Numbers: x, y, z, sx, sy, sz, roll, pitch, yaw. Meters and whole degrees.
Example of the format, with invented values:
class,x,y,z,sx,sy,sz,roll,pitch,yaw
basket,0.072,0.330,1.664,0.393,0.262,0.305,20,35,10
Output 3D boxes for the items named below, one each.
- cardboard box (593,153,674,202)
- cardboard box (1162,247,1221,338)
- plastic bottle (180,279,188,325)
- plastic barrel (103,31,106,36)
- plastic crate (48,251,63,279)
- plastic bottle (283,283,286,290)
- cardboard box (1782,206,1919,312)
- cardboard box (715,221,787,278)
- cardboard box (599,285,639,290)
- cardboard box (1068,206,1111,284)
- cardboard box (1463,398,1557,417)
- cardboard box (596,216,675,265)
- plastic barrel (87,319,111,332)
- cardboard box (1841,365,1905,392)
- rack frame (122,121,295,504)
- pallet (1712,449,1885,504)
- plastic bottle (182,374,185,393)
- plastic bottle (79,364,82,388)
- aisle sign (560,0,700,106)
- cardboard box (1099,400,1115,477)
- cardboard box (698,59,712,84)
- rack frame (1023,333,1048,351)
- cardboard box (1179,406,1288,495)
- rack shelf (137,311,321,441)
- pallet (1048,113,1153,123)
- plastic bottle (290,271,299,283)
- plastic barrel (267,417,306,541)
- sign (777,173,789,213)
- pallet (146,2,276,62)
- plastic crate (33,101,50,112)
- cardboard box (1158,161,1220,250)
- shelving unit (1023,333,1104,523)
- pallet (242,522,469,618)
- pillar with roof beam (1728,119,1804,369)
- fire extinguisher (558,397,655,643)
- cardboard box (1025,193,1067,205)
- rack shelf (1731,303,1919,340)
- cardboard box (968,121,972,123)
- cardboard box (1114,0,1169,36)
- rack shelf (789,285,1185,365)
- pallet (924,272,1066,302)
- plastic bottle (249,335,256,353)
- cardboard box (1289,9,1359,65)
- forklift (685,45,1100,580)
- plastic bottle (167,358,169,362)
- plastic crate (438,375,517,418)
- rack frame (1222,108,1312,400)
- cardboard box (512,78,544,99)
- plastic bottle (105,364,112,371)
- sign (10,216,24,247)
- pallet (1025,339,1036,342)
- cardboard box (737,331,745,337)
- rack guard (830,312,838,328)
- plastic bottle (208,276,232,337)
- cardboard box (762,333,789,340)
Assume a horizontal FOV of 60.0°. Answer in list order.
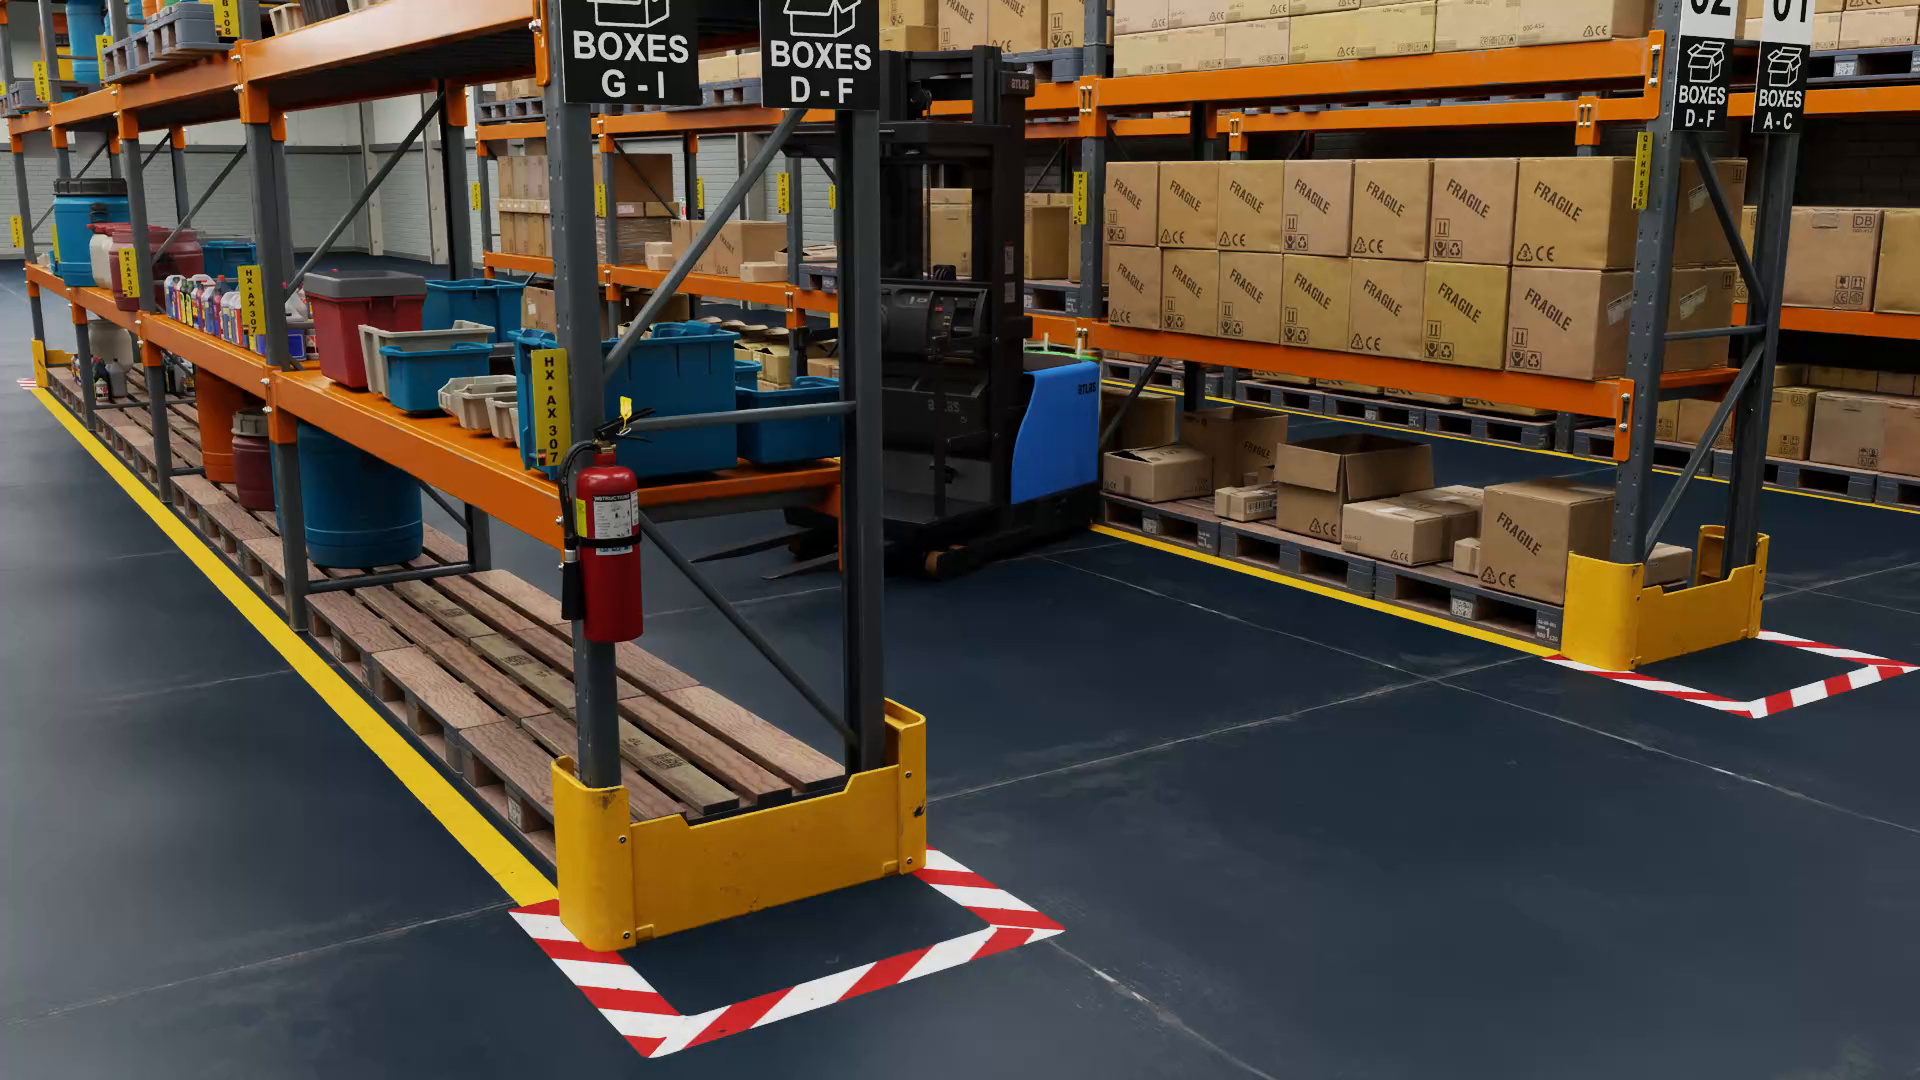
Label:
class,x,y,z,sx,sy,sz,roll,pitch,yaw
cardboard box,-3.466,-3.839,17.623,0.700,0.500,0.500,-8,15,-32
cardboard box,1.560,-1.490,9.922,0.500,0.500,0.500,-8,15,-32
plastic bottle,-4.861,-1.497,10.460,0.061,0.283,0.133,-8,15,-33
plastic barrel,-7.415,-4.317,14.816,0.421,0.512,0.421,0,12,0
plastic crate,-8.180,-2.584,15.506,0.499,0.251,0.616,-8,15,-33
plastic bottle,-3.672,-1.220,9.035,0.144,0.351,0.185,-8,15,-33
cardboard box,6.438,-2.032,11.928,0.980,0.700,0.700,-9,15,-35
cardboard box,-1.942,-2.712,15.507,0.500,0.500,0.500,-9,15,-36
cardboard box,-4.044,-2.692,19.349,0.500,0.500,0.500,-8,15,-33
cardboard box,1.141,-2.020,11.360,0.500,0.500,0.700,9,15,36
cardboard box,4.871,-1.497,14.236,0.750,0.750,0.750,-8,15,-32
cardboard box,-3.466,-3.205,17.762,0.700,0.500,0.500,-9,15,-34
plastic barrel,-9.128,-2.085,17.717,0.421,0.512,0.421,0,12,0
cardboard box,6.616,-1.171,12.045,0.380,0.149,0.250,-8,15,-32
rack frame,-5.124,-1.781,11.484,1.000,3.000,0.127,-8,15,-33
pallet,6.376,-0.518,12.237,1.003,0.211,1.213,-8,15,-33
plastic bottle,-7.265,-1.485,15.651,0.097,0.201,0.097,0,12,0
plastic bottle,-8.454,-1.612,16.067,0.097,0.271,0.097,0,12,0
aisle sign,-0.896,-1.581,4.483,0.394,0.787,0.004,-8,15,-33
cardboard box,0.706,-0.703,11.375,0.500,0.500,0.500,-8,15,-33
cardboard box,-2.206,-4.328,15.478,0.500,0.250,0.500,-10,16,-38
rack frame,0.462,-0.772,11.027,0.240,1.200,0.015,-7,14,-44
cardboard box,1.770,-0.581,10.819,0.500,0.500,0.500,-8,15,-33
rack shelf,-4.016,-1.074,9.934,1.077,0.370,4.000,-8,15,-33
pallet,1.738,-4.732,18.397,1.213,0.211,1.003,-8,15,-33
plastic bottle,-4.545,-1.702,11.398,0.061,0.283,0.133,-8,15,-33
plastic barrel,-3.588,-0.474,9.438,0.600,0.901,0.708,-8,15,-33
sign,-1.459,-2.866,13.735,0.100,0.325,0.005,-8,15,-33
pallet,-3.424,-2.570,8.515,1.213,0.211,1.003,-8,15,-33
plastic crate,-8.566,-4.066,15.531,0.243,0.136,0.396,-8,15,-33
cardboard box,1.531,-1.984,9.837,0.500,0.500,0.500,-9,15,-35
shelving unit,0.633,-0.733,10.858,0.258,1.200,0.503,-7,14,-44
pallet,-3.301,0.151,9.179,1.003,0.211,1.213,-8,15,-33
pillar with roof beam,2.864,-4.641,10.521,9.100,9.000,0.400,-8,15,-33
fire extinguisher,-0.987,-0.058,4.657,0.296,0.674,0.183,-8,15,-33
cardboard box,1.161,-3.834,19.609,0.700,0.500,0.500,-8,15,-33
rack shelf,6.448,-1.535,12.044,1.077,0.370,4.000,-8,15,-33
cardboard box,0.420,-5.250,20.045,0.500,0.500,0.500,-8,14,-31
cardboard box,1.280,-3.176,10.021,0.500,0.250,0.500,-8,15,-33
rack shelf,0.110,-1.659,12.612,1.077,0.370,4.000,-8,15,-33
pallet,0.083,-1.927,12.603,1.003,0.211,1.213,-8,15,-33
plastic bottle,-3.690,-1.170,8.807,0.144,0.351,0.185,-8,15,-33
cardboard box,2.110,-2.664,8.854,0.500,0.250,0.500,-8,15,-33
forklift,-0.364,-1.322,9.548,1.130,2.935,3.031,9,15,34
plastic bottle,-7.659,-1.622,16.115,0.097,0.271,0.097,0,12,0
plastic crate,-1.797,-0.533,6.252,0.298,0.136,0.250,-8,15,-33
rack frame,3.123,-2.954,16.846,1.000,3.000,0.127,-8,15,-33
cardboard box,-4.738,-5.249,18.779,0.500,0.500,0.500,-8,15,-33
plastic bottle,-7.934,-1.513,15.606,0.152,0.276,0.135,-8,15,-33
sign,-10.017,-3.275,17.666,0.100,0.325,0.005,-8,15,-33
pallet,0.506,-2.418,20.924,1.003,0.211,1.213,-8,15,-33
cardboard box,-2.340,-1.838,15.884,0.500,0.311,0.500,-8,14,-31
rack guard,-1.267,-3.142,23.558,1.175,0.500,0.348,-8,15,-33
plastic bottle,-4.300,-1.366,9.702,0.144,0.351,0.185,-8,15,-33
cardboard box,-1.623,-1.814,15.775,0.500,0.311,0.500,-9,15,-34
